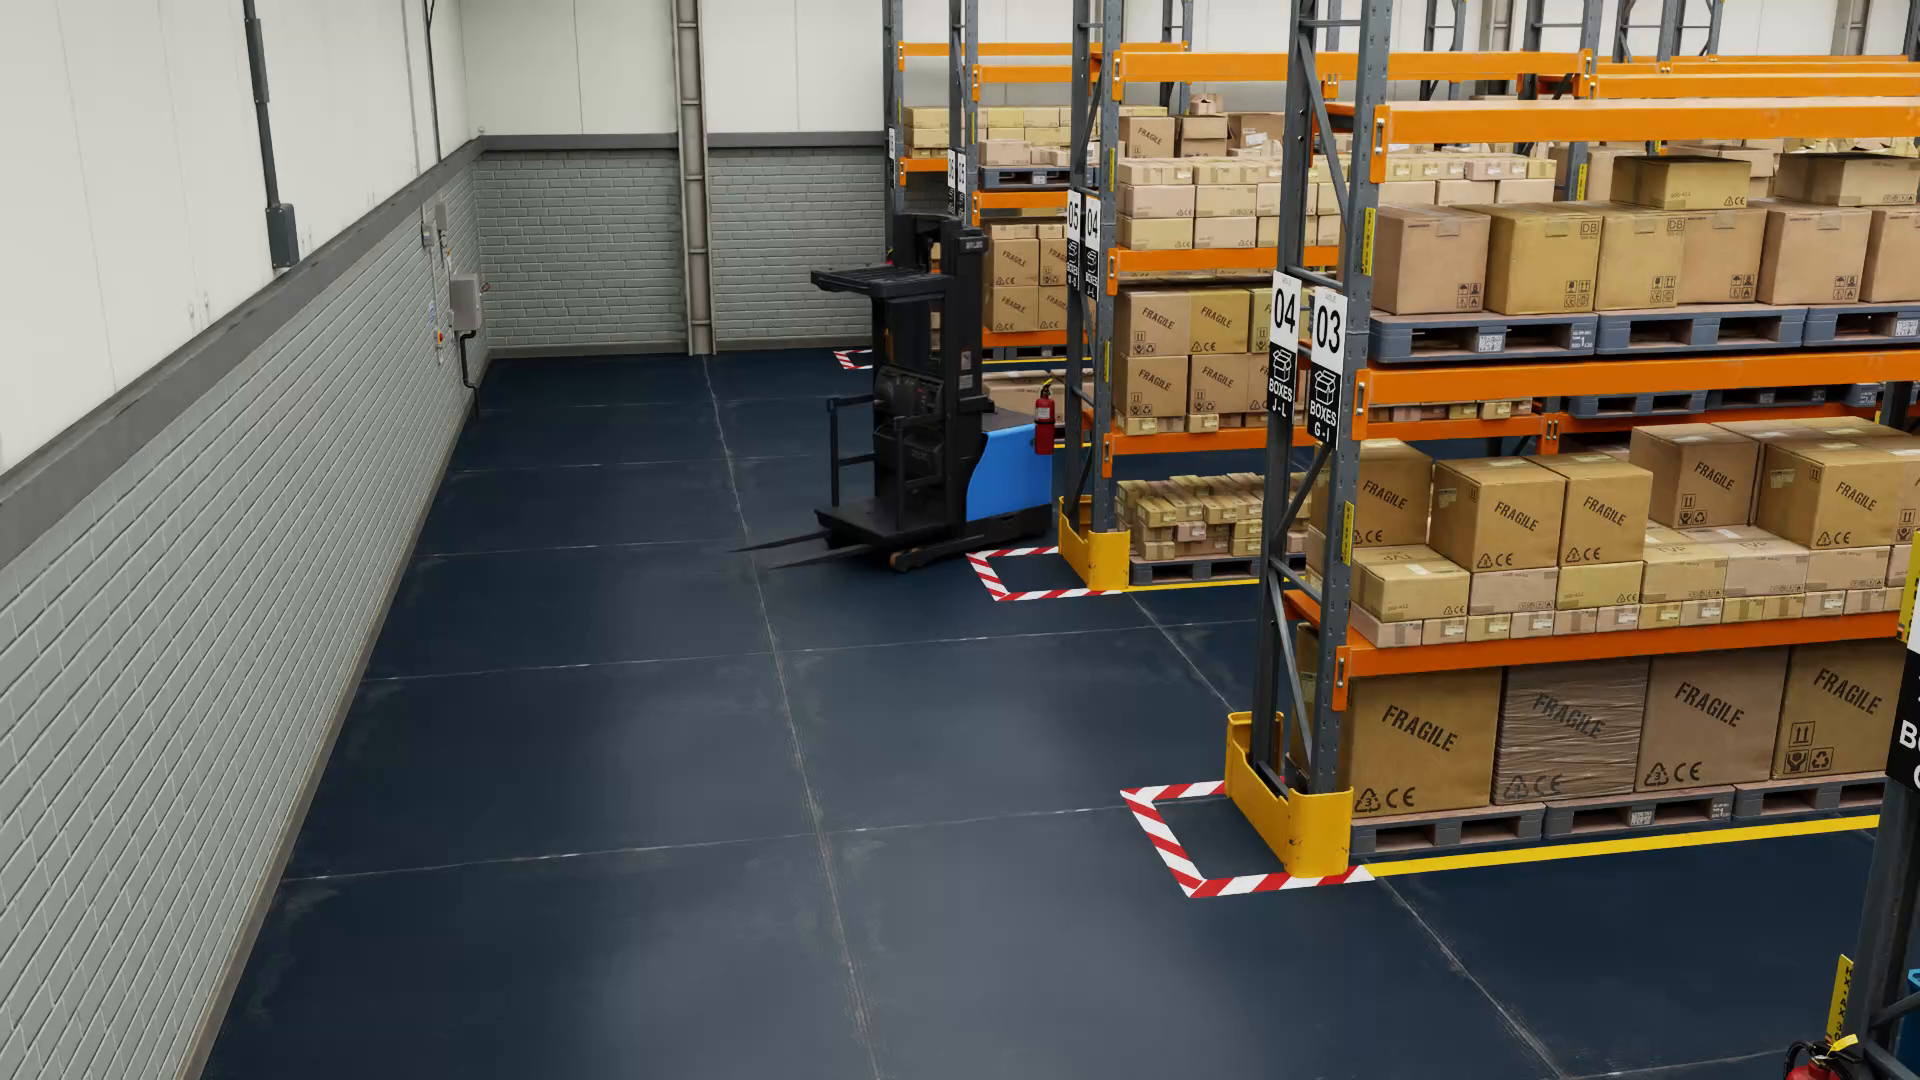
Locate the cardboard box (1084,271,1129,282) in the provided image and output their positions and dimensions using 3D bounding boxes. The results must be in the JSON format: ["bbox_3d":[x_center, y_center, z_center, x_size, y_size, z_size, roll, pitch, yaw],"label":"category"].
[{"bbox_3d":[1.569,-3.131,18.463,0.500,0.500,0.500,-3,17,-11],"label":"cardboard box"}]

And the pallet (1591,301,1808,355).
[{"bbox_3d":[3.841,-1.247,9.244,1.213,0.211,1.003,-3,17,-10],"label":"pallet"}]

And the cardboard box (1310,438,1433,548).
[{"bbox_3d":[2.342,-0.274,9.506,0.500,0.500,0.500,-3,17,-10],"label":"cardboard box"}]

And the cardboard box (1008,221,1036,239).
[{"bbox_3d":[0.679,-3.410,18.266,0.250,0.149,0.380,-3,17,-9],"label":"cardboard box"}]

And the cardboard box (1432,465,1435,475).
[{"bbox_3d":[4.340,-0.565,15.108,0.250,0.149,0.380,-2,17,-8],"label":"cardboard box"}]

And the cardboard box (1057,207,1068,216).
[{"bbox_3d":[1.503,-4.675,23.835,0.500,0.500,0.500,-4,17,-12],"label":"cardboard box"}]

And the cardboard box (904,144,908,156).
[{"bbox_3d":[-0.641,-5.428,23.133,0.250,0.149,0.380,-3,17,-9],"label":"cardboard box"}]

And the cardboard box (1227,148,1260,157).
[{"bbox_3d":[3.135,-4.242,18.385,0.250,0.149,0.380,-3,17,-9],"label":"cardboard box"}]

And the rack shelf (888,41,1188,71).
[{"bbox_3d":[1.052,-6.664,22.850,4.000,0.370,1.077,-3,17,-10],"label":"rack shelf"}]

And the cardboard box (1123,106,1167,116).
[{"bbox_3d":[2.566,-5.899,23.134,0.500,0.250,0.500,-3,17,-10],"label":"cardboard box"}]

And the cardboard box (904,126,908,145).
[{"bbox_3d":[-0.526,-5.637,23.136,0.500,0.250,0.500,-4,17,-11],"label":"cardboard box"}]

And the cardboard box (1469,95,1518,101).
[{"bbox_3d":[7.701,-6.176,24.084,0.500,0.500,0.500,-3,17,-10],"label":"cardboard box"}]

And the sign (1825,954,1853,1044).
[{"bbox_3d":[2.733,1.450,5.143,0.005,0.325,0.100,-3,17,-10],"label":"sign"}]

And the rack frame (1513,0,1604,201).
[{"bbox_3d":[5.000,-4.268,13.820,0.127,3.000,1.000,-3,17,-10],"label":"rack frame"}]

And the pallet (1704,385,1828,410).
[{"bbox_3d":[6.991,-1.410,15.057,1.213,0.211,1.003,-3,17,-10],"label":"pallet"}]

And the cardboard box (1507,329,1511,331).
[{"bbox_3d":[4.589,-1.964,14.157,0.500,0.500,0.500,-4,17,-12],"label":"cardboard box"}]

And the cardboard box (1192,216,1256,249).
[{"bbox_3d":[2.079,-2.519,13.490,0.500,0.250,0.500,-3,17,-9],"label":"cardboard box"}]

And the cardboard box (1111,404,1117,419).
[{"bbox_3d":[1.339,-1.157,14.337,0.250,0.149,0.380,-3,17,-10],"label":"cardboard box"}]

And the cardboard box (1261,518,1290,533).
[{"bbox_3d":[2.653,-0.176,14.349,0.250,0.149,0.380,-4,18,-13],"label":"cardboard box"}]

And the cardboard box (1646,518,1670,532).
[{"bbox_3d":[3.848,-0.003,9.900,0.500,0.250,0.500,-3,17,-10],"label":"cardboard box"}]

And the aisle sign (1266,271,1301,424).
[{"bbox_3d":[1.786,-1.068,9.189,0.004,0.787,0.394,-3,17,-10],"label":"aisle sign"}]

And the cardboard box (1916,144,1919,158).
[{"bbox_3d":[8.579,-3.374,14.542,0.258,0.266,0.396,-3,17,-10],"label":"cardboard box"}]

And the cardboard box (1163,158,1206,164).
[{"bbox_3d":[1.855,-3.073,13.762,0.250,0.149,0.380,-4,17,-12],"label":"cardboard box"}]

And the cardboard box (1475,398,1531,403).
[{"bbox_3d":[4.578,-1.482,14.290,0.500,0.500,0.500,-3,17,-10],"label":"cardboard box"}]

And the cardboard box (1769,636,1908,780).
[{"bbox_3d":[5.178,0.863,10.233,0.875,0.875,0.875,-3,17,-10],"label":"cardboard box"}]

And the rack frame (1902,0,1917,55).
[{"bbox_3d":[14.798,-7.789,25.282,0.127,3.000,1.000,-3,17,-10],"label":"rack frame"}]

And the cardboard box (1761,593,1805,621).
[{"bbox_3d":[4.594,0.324,9.515,0.250,0.149,0.380,-3,17,-9],"label":"cardboard box"}]

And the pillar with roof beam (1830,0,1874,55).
[{"bbox_3d":[14.760,-6.769,21.961,0.400,9.000,9.100,-3,17,-10],"label":"pillar with roof beam"}]

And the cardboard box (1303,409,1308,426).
[{"bbox_3d":[2.974,-1.083,14.095,0.250,0.149,0.380,-3,17,-8],"label":"cardboard box"}]

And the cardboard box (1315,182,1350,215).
[{"bbox_3d":[3.060,-2.811,13.589,0.500,0.250,0.500,-4,18,-13],"label":"cardboard box"}]

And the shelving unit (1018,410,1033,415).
[{"bbox_3d":[0.689,-0.713,15.767,0.252,1.050,0.215,-11,20,-38],"label":"shelving unit"}]

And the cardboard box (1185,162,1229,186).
[{"bbox_3d":[1.967,-2.925,13.281,0.250,0.149,0.380,-3,17,-11],"label":"cardboard box"}]

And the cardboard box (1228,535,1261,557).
[{"bbox_3d":[2.403,0.011,14.247,0.250,0.149,0.380,-3,17,-10],"label":"cardboard box"}]

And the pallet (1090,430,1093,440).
[{"bbox_3d":[2.000,-1.400,19.449,1.213,0.211,1.003,-3,17,-10],"label":"pallet"}]

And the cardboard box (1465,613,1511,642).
[{"bbox_3d":[2.828,0.424,9.188,0.250,0.149,0.380,-4,17,-12],"label":"cardboard box"}]

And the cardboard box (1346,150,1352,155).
[{"bbox_3d":[4.519,-4.319,18.609,0.258,0.266,0.396,-3,17,-11],"label":"cardboard box"}]

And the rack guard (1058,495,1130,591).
[{"bbox_3d":[1.147,0.013,14.357,0.348,0.500,1.175,-3,17,-10],"label":"rack guard"}]

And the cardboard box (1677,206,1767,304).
[{"bbox_3d":[4.015,-1.618,9.243,0.500,0.500,0.700,-2,17,-8],"label":"cardboard box"}]

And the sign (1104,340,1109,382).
[{"bbox_3d":[1.175,-1.435,13.339,0.005,0.325,0.100,-3,17,-10],"label":"sign"}]

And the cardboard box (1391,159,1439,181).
[{"bbox_3d":[3.722,-3.036,13.641,0.250,0.149,0.380,-4,18,-13],"label":"cardboard box"}]

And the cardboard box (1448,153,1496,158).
[{"bbox_3d":[4.394,-3.240,14.307,0.250,0.149,0.380,-4,18,-13],"label":"cardboard box"}]

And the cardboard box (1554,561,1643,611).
[{"bbox_3d":[3.440,0.180,9.302,0.500,0.250,0.500,-4,17,-12],"label":"cardboard box"}]

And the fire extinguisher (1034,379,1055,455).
[{"bbox_3d":[0.737,-1.082,14.429,0.183,0.674,0.296,-3,17,-10],"label":"fire extinguisher"}]

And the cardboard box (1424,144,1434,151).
[{"bbox_3d":[6.485,-5.739,23.973,0.500,0.250,0.500,-4,17,-12],"label":"cardboard box"}]

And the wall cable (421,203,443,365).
[{"bbox_3d":[-5.498,-2.779,17.405,0.123,1.953,0.585,-3,17,-10],"label":"wall cable"}]

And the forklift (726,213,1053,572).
[{"bbox_3d":[-0.611,-1.301,14.494,3.031,2.935,1.130,-13,21,-36],"label":"forklift"}]

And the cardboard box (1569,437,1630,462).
[{"bbox_3d":[5.775,-0.730,14.783,0.500,0.250,0.500,-4,18,-13],"label":"cardboard box"}]

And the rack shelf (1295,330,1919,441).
[{"bbox_3d":[3.878,-0.944,9.330,4.000,0.370,1.077,-3,17,-10],"label":"rack shelf"}]

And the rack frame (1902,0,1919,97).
[{"bbox_3d":[11.816,-6.135,19.899,0.127,3.000,1.000,-3,17,-10],"label":"rack frame"}]

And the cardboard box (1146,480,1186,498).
[{"bbox_3d":[1.801,-0.400,14.571,0.250,0.149,0.380,-3,17,-9],"label":"cardboard box"}]

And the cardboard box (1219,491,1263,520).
[{"bbox_3d":[2.398,-0.296,14.233,0.250,0.149,0.380,-4,18,-13],"label":"cardboard box"}]

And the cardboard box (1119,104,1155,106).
[{"bbox_3d":[2.476,-6.050,23.629,0.500,0.250,0.500,-3,17,-11],"label":"cardboard box"}]

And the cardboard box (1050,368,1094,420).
[{"bbox_3d":[1.560,-1.694,19.305,0.875,0.438,0.875,-3,17,-9],"label":"cardboard box"}]

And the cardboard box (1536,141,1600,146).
[{"bbox_3d":[6.953,-4.617,19.180,0.500,0.500,0.700,-4,18,-13],"label":"cardboard box"}]

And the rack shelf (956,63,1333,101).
[{"bbox_3d":[1.998,-5.043,18.250,4.000,0.370,1.077,-3,17,-10],"label":"rack shelf"}]
